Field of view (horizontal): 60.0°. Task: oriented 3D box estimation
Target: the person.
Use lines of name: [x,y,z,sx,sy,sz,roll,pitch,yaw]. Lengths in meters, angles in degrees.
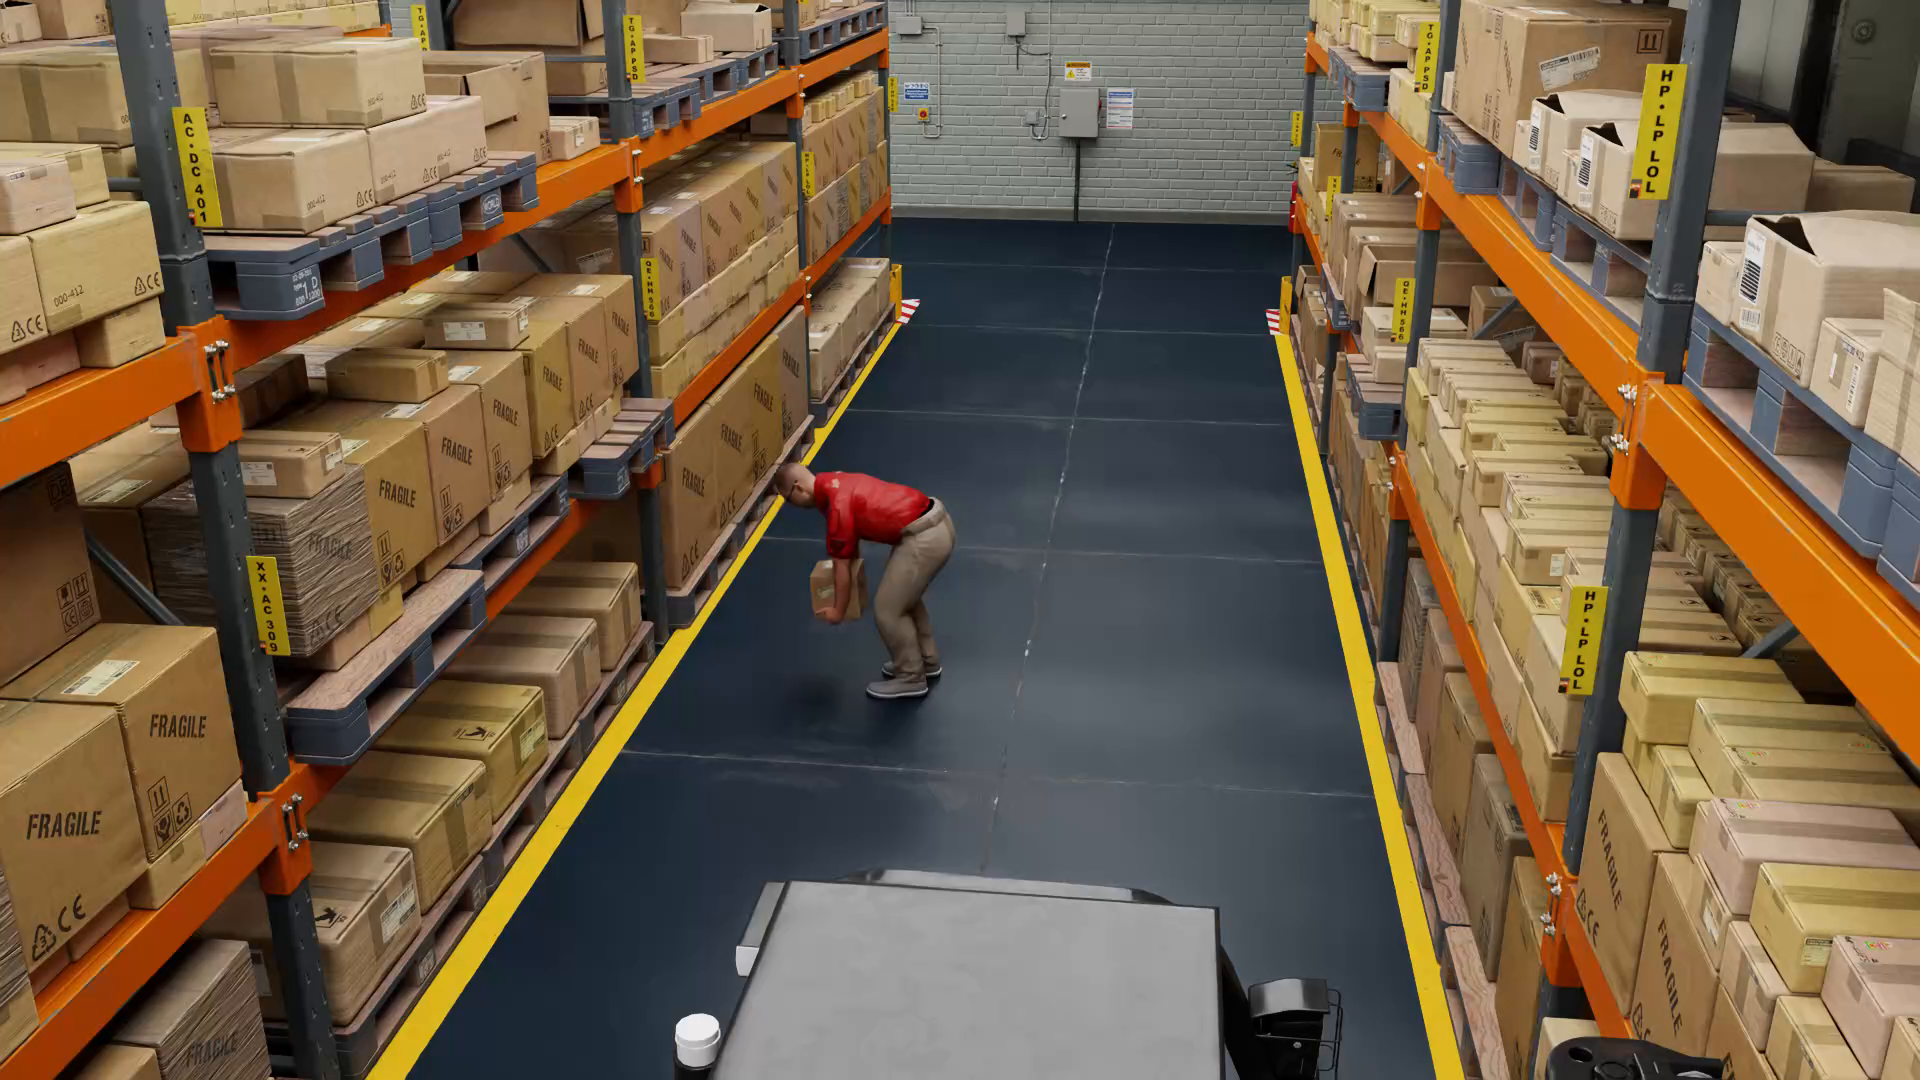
person: [-0.490,0.196,8.770,0.925,1.250,0.482,2,21,5]
